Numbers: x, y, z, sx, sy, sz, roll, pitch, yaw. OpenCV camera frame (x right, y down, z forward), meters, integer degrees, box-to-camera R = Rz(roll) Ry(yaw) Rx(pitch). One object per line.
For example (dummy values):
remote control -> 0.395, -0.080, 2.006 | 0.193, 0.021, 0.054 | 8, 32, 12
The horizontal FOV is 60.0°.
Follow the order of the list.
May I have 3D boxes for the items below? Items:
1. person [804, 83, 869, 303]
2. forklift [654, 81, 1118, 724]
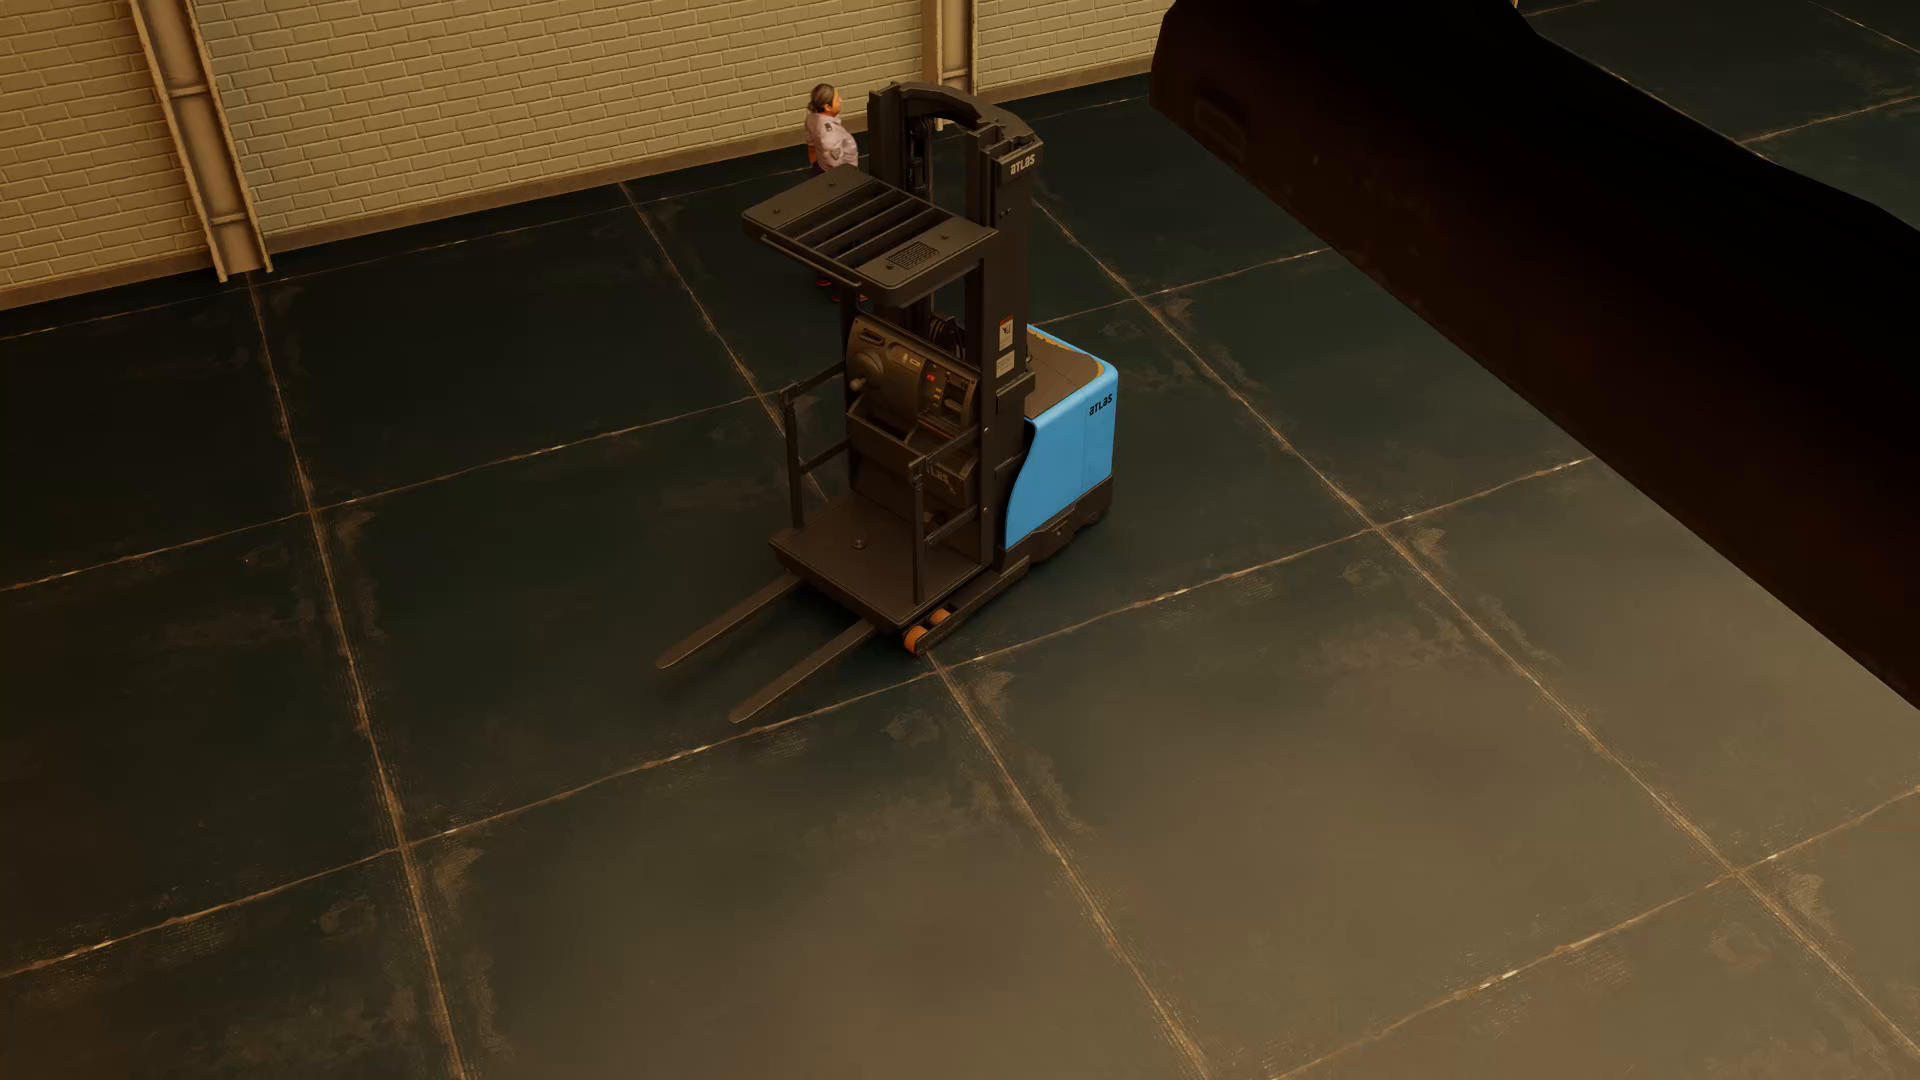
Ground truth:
person -> -0.913, -2.525, 12.048 | 0.368, 1.651, 0.487 | -18, 43, -20
forklift -> -0.413, -0.839, 9.021 | 1.130, 2.935, 3.031 | 31, 49, 31
